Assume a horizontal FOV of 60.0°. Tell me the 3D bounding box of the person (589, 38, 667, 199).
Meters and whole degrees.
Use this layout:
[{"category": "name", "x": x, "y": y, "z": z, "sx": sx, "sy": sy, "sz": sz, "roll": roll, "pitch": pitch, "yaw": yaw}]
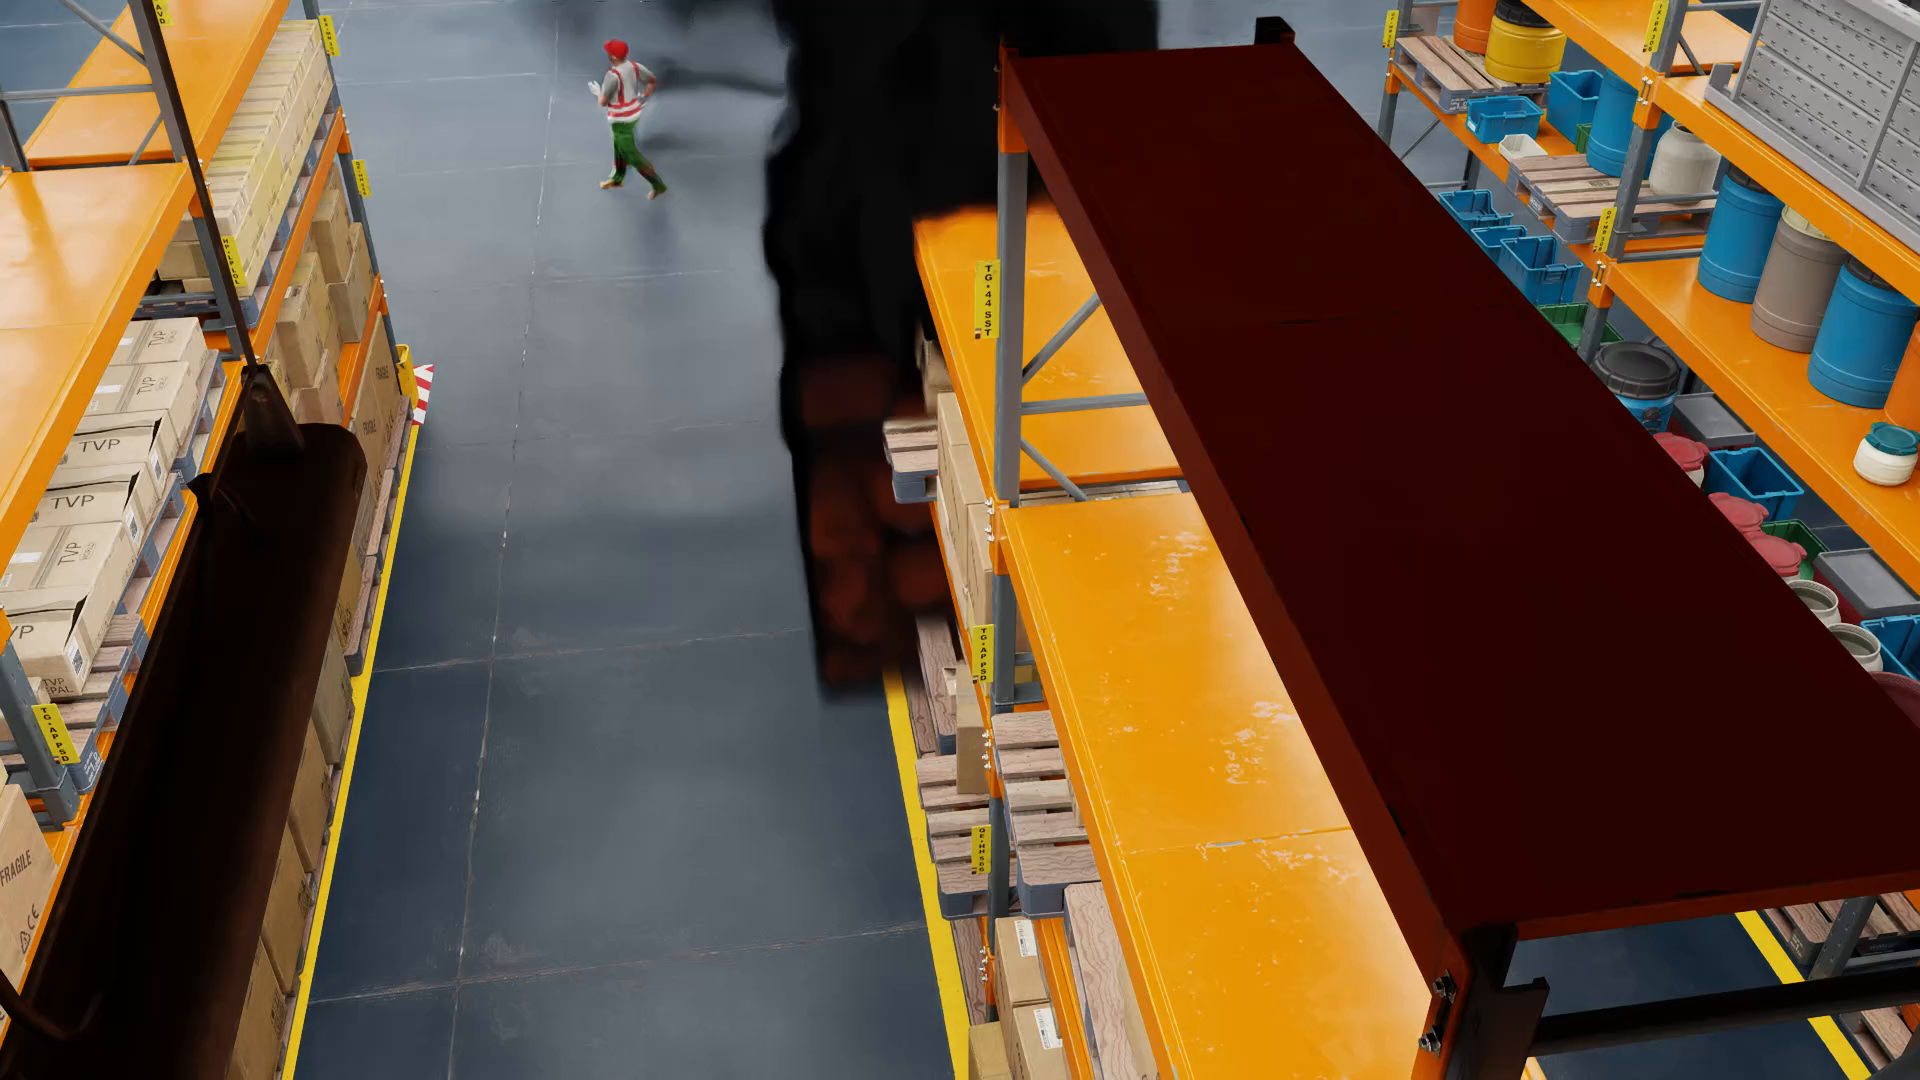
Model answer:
[{"category": "person", "x": -3.662, "y": -4.600, "z": 18.152, "sx": 0.982, "sy": 1.786, "sz": 0.662, "roll": 14, "pitch": 39, "yaw": 18}]
